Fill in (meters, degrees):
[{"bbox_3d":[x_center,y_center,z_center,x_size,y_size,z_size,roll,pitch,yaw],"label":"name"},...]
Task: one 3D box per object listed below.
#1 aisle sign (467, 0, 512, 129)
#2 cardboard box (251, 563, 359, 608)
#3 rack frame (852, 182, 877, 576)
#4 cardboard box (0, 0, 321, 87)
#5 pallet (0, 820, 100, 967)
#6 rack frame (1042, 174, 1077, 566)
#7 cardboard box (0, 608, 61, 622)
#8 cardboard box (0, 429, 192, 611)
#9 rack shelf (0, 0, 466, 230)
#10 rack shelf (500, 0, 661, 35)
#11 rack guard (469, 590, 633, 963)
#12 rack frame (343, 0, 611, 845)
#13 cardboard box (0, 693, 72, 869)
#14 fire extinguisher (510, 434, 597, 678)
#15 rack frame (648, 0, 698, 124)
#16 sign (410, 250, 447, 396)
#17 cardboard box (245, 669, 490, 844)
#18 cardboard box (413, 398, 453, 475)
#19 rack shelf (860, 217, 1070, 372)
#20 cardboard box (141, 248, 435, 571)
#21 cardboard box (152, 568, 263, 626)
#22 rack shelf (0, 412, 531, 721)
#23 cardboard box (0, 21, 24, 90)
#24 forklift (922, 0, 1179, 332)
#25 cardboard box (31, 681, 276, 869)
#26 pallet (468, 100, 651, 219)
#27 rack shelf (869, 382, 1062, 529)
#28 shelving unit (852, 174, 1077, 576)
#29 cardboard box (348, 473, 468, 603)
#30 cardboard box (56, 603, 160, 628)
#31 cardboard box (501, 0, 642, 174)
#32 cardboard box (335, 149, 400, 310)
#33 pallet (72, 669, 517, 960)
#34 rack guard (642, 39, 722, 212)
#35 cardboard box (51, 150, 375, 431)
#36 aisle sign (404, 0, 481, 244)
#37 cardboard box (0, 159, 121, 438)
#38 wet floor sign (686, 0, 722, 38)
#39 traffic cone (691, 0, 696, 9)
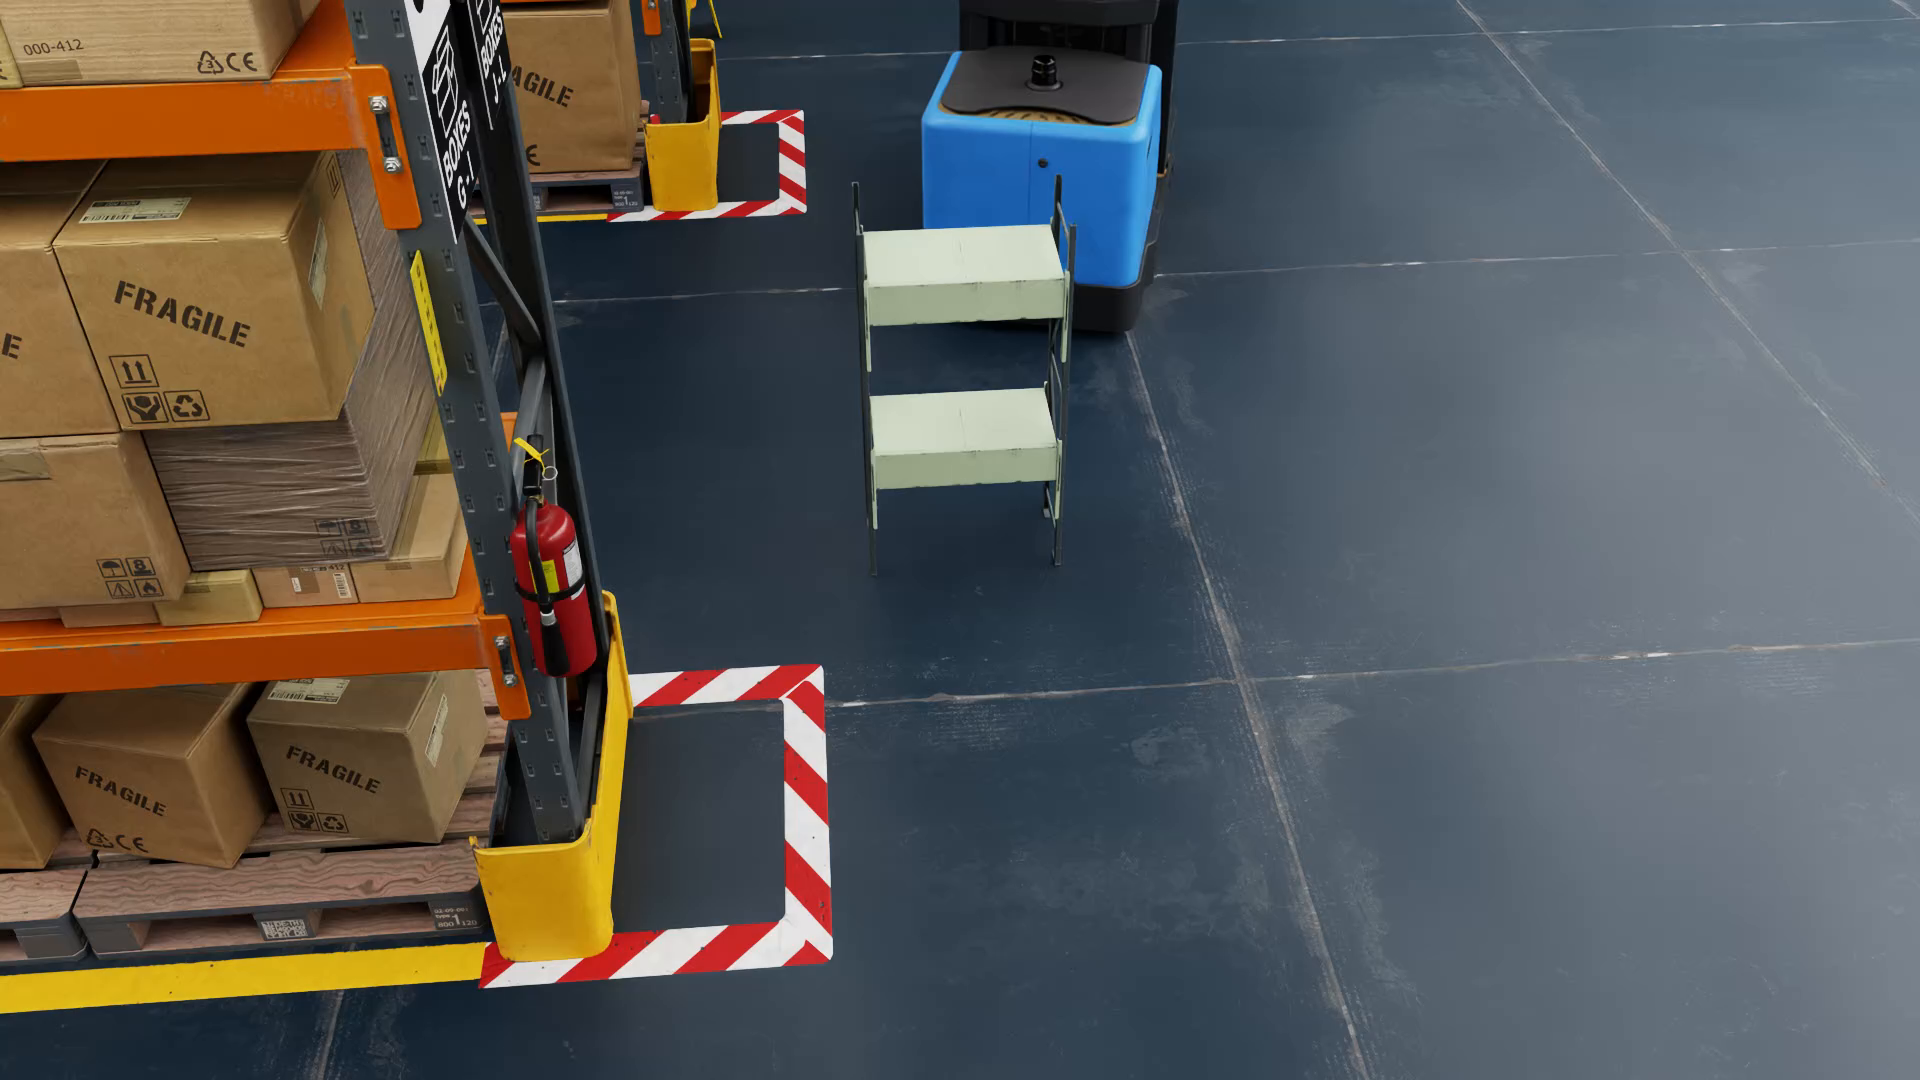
[{"bbox_3d":[-1.192,-1.460,4.080,0.004,0.787,0.394,-3,38,-4],"label":"aisle sign"},{"bbox_3d":[-1.742,0.004,4.527,0.250,0.149,0.380,-3,38,-4],"label":"cardboard box"},{"bbox_3d":[-0.358,-0.569,6.260,0.023,1.500,0.400,-3,38,-4],"label":"rack frame"},{"bbox_3d":[-1.685,-1.187,3.532,0.500,0.250,0.500,-2,38,-3],"label":"cardboard box"},{"bbox_3d":[-3.328,0.935,5.394,1.213,0.211,1.003,-3,38,-4],"label":"pallet"},{"bbox_3d":[0.371,-0.609,6.311,0.023,1.500,0.400,-3,38,-4],"label":"rack frame"},{"bbox_3d":[-2.489,0.042,4.479,0.250,0.149,0.380,-3,38,-4],"label":"cardboard box"},{"bbox_3d":[-2.265,-0.293,4.378,0.500,0.500,0.875,-3,38,-4],"label":"cardboard box"},{"bbox_3d":[-3.219,-1.037,3.801,4.000,0.370,1.077,-3,38,-4],"label":"rack shelf"},{"bbox_3d":[-3.558,-2.925,8.616,4.000,0.370,1.077,-3,38,-4],"label":"rack shelf"},{"bbox_3d":[-1.303,0.734,5.416,0.348,0.500,1.175,-3,38,-4],"label":"rack guard"},{"bbox_3d":[-1.227,-0.251,4.647,0.127,3.000,1.000,-3,38,-4],"label":"rack frame"},{"bbox_3d":[-3.068,0.666,5.164,0.500,0.500,0.500,0,38,0],"label":"cardboard box"},{"bbox_3d":[-1.072,0.057,4.318,0.183,0.674,0.296,-3,38,-4],"label":"fire extinguisher"},{"bbox_3d":[-1.566,-3.317,8.532,0.127,3.000,1.000,-3,38,-4],"label":"rack frame"},{"bbox_3d":[-1.198,-0.486,3.755,0.005,0.325,0.100,-3,38,-4],"label":"sign"},{"bbox_3d":[-1.851,0.589,5.261,0.500,0.500,0.500,4,38,4],"label":"cardboard box"},{"bbox_3d":[-1.532,-0.284,4.891,0.250,0.149,0.380,-3,38,-4],"label":"cardboard box"},{"bbox_3d":[0.007,-0.896,6.044,0.720,0.370,0.431,-3,38,-4],"label":"rack shelf"},{"bbox_3d":[-1.777,-0.394,4.507,0.500,0.500,0.875,-3,38,-4],"label":"cardboard box"},{"bbox_3d":[-1.986,0.049,4.469,0.250,0.149,0.380,-3,38,-4],"label":"cardboard box"},{"bbox_3d":[-3.219,0.141,4.731,4.000,0.370,1.077,-3,38,-4],"label":"rack shelf"},{"bbox_3d":[-2.182,-1.158,3.495,0.500,0.250,0.500,-3,38,-4],"label":"cardboard box"},{"bbox_3d":[0.584,-3.047,8.246,1.130,2.935,3.031,6,39,8],"label":"forklift"},{"bbox_3d":[-2.443,0.643,5.192,0.500,0.500,0.500,6,39,8],"label":"cardboard box"},{"bbox_3d":[-2.355,-2.130,9.279,1.213,0.211,1.003,-3,38,-4],"label":"pallet"},{"bbox_3d":[0.007,-0.333,6.488,0.720,0.370,0.431,-3,38,-4],"label":"rack shelf"},{"bbox_3d":[0.007,-0.589,6.286,0.755,1.500,0.431,-3,38,-4],"label":"shelving unit"},{"bbox_3d":[-1.493,-0.010,4.543,0.250,0.149,0.380,-3,38,-4],"label":"cardboard box"},{"bbox_3d":[-2.237,0.053,4.464,0.250,0.149,0.380,-3,38,-4],"label":"cardboard box"},{"bbox_3d":[-2.235,-2.570,8.962,0.875,0.875,0.875,-3,38,-4],"label":"cardboard box"},{"bbox_3d":[-1.799,-0.938,4.389,0.500,0.500,0.500,-3,38,-4],"label":"cardboard box"},{"bbox_3d":[-2.115,0.870,5.476,1.213,0.211,1.003,-3,38,-4],"label":"pallet"},{"bbox_3d":[-1.542,-2.337,9.308,0.348,0.500,1.175,-3,38,-4],"label":"rack guard"},{"bbox_3d":[-1.753,-0.617,3.983,0.500,0.500,0.500,-3,38,-4],"label":"cardboard box"},{"bbox_3d":[-1.139,-1.090,3.611,0.004,0.787,0.394,-3,38,-4],"label":"aisle sign"},{"bbox_3d":[-2.251,-0.586,3.943,0.500,0.500,0.500,-3,38,-4],"label":"cardboard box"},{"bbox_3d":[-1.712,-3.616,10.812,0.232,0.644,0.267,-9,39,-12],"label":"wet floor sign"},{"bbox_3d":[-1.982,-3.884,11.299,0.334,0.463,0.336,-3,38,-4],"label":"traffic cone"}]
